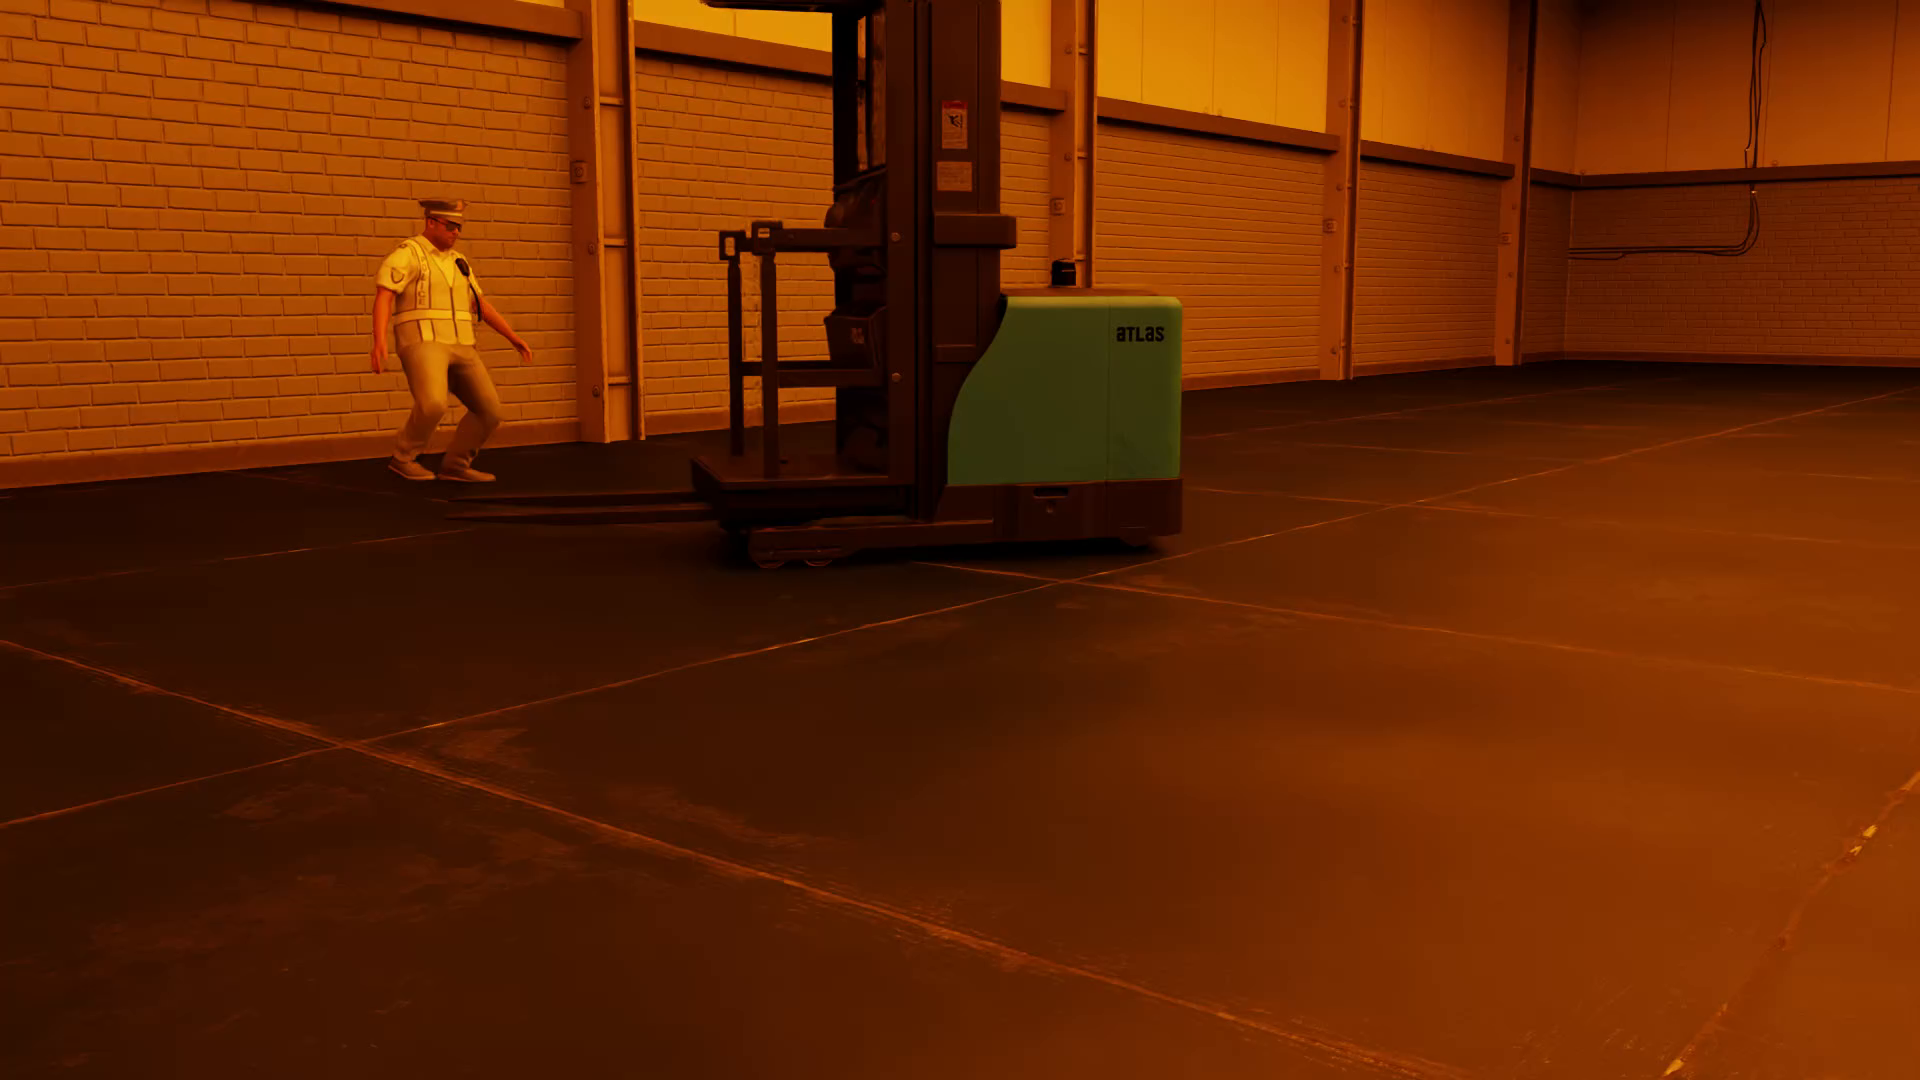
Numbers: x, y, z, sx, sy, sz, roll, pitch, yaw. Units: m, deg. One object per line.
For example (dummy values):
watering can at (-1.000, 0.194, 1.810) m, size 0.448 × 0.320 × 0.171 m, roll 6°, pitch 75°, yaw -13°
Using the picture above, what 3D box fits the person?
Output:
person at (-2.895, -1.090, 9.329) m, size 0.637 × 1.639 × 0.958 m, roll 6°, pitch 10°, yaw 33°

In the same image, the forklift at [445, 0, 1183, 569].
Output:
forklift at (-0.623, -1.419, 6.977) m, size 3.031 × 2.935 × 1.130 m, roll -2°, pitch 9°, yaw -15°
